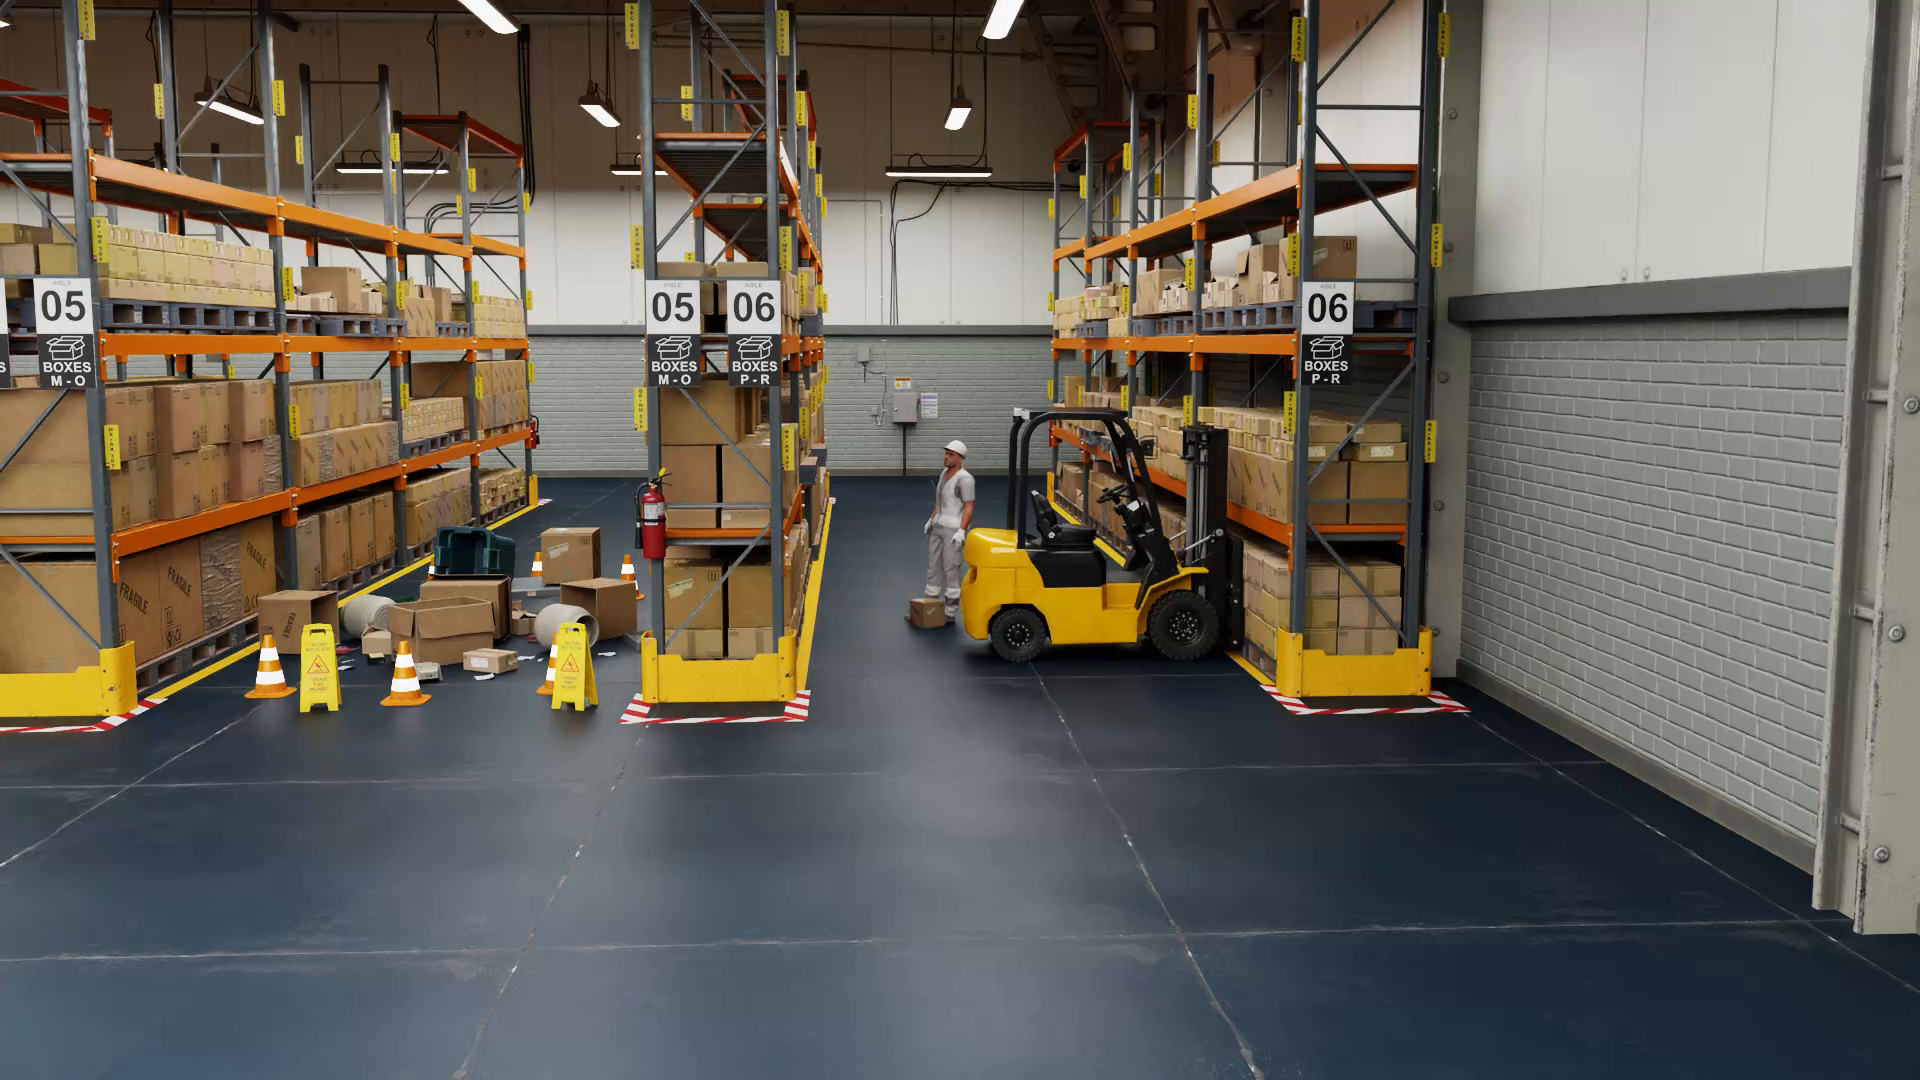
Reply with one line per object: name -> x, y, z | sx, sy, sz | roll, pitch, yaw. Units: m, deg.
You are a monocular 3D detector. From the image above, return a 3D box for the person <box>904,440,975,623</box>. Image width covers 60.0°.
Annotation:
person -> -0.176, -0.077, 16.208 | 0.564, 1.787, 0.635 | -4, 8, -33
